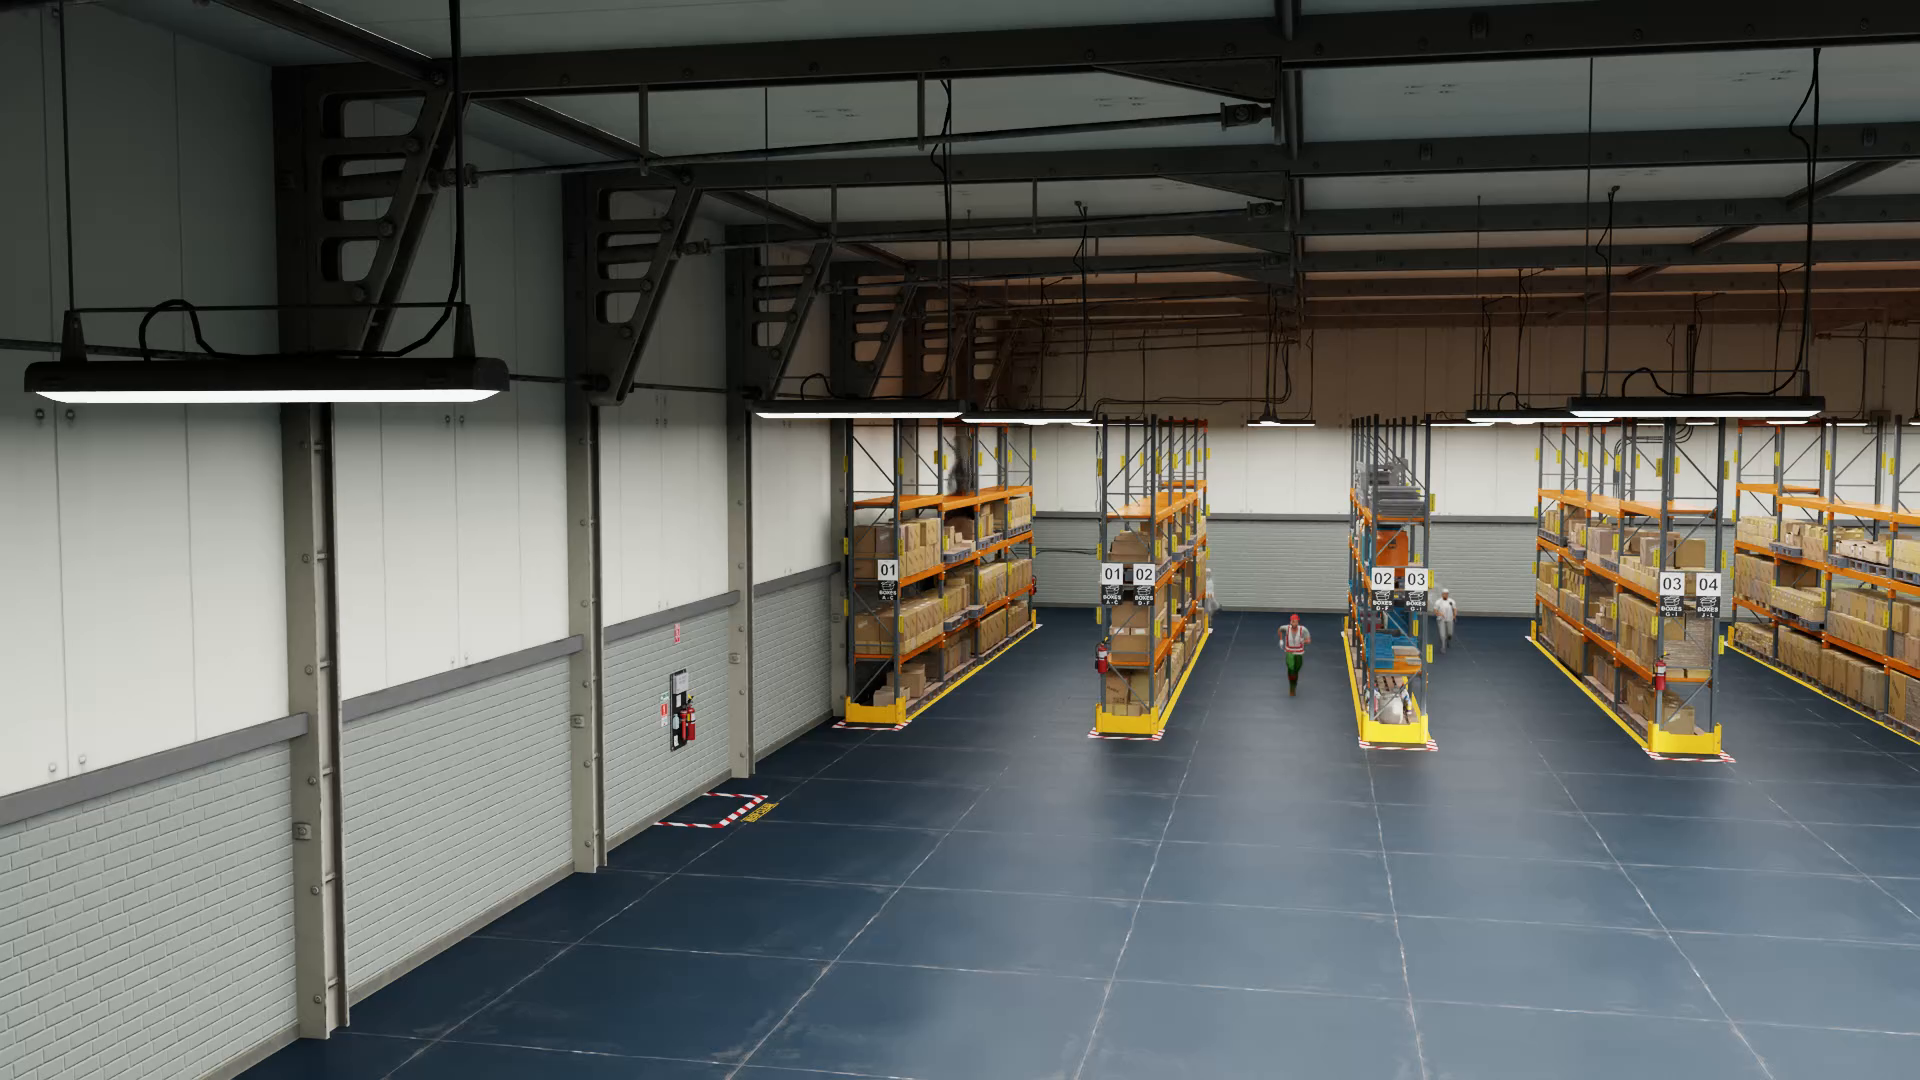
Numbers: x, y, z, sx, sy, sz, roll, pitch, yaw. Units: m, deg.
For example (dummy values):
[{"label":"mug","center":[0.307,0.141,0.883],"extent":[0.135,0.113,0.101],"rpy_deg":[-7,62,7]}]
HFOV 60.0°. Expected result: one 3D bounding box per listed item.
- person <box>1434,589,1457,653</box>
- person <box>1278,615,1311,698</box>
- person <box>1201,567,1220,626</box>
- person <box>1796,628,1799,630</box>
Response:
[{"label":"person","center":[12.445,2.079,42.590],"extent":[0.600,1.628,0.529],"rpy_deg":[1,4,8]},{"label":"person","center":[7.191,2.469,35.780],"extent":[0.649,1.784,0.974],"rpy_deg":[0,4,4]},{"label":"person","center":[7.190,1.653,48.070],"extent":[0.584,1.726,0.725],"rpy_deg":[2,4,29]},{"label":"person","center":[22.404,1.935,43.948],"extent":[0.758,1.783,0.783],"rpy_deg":[-2,4,-30]}]
